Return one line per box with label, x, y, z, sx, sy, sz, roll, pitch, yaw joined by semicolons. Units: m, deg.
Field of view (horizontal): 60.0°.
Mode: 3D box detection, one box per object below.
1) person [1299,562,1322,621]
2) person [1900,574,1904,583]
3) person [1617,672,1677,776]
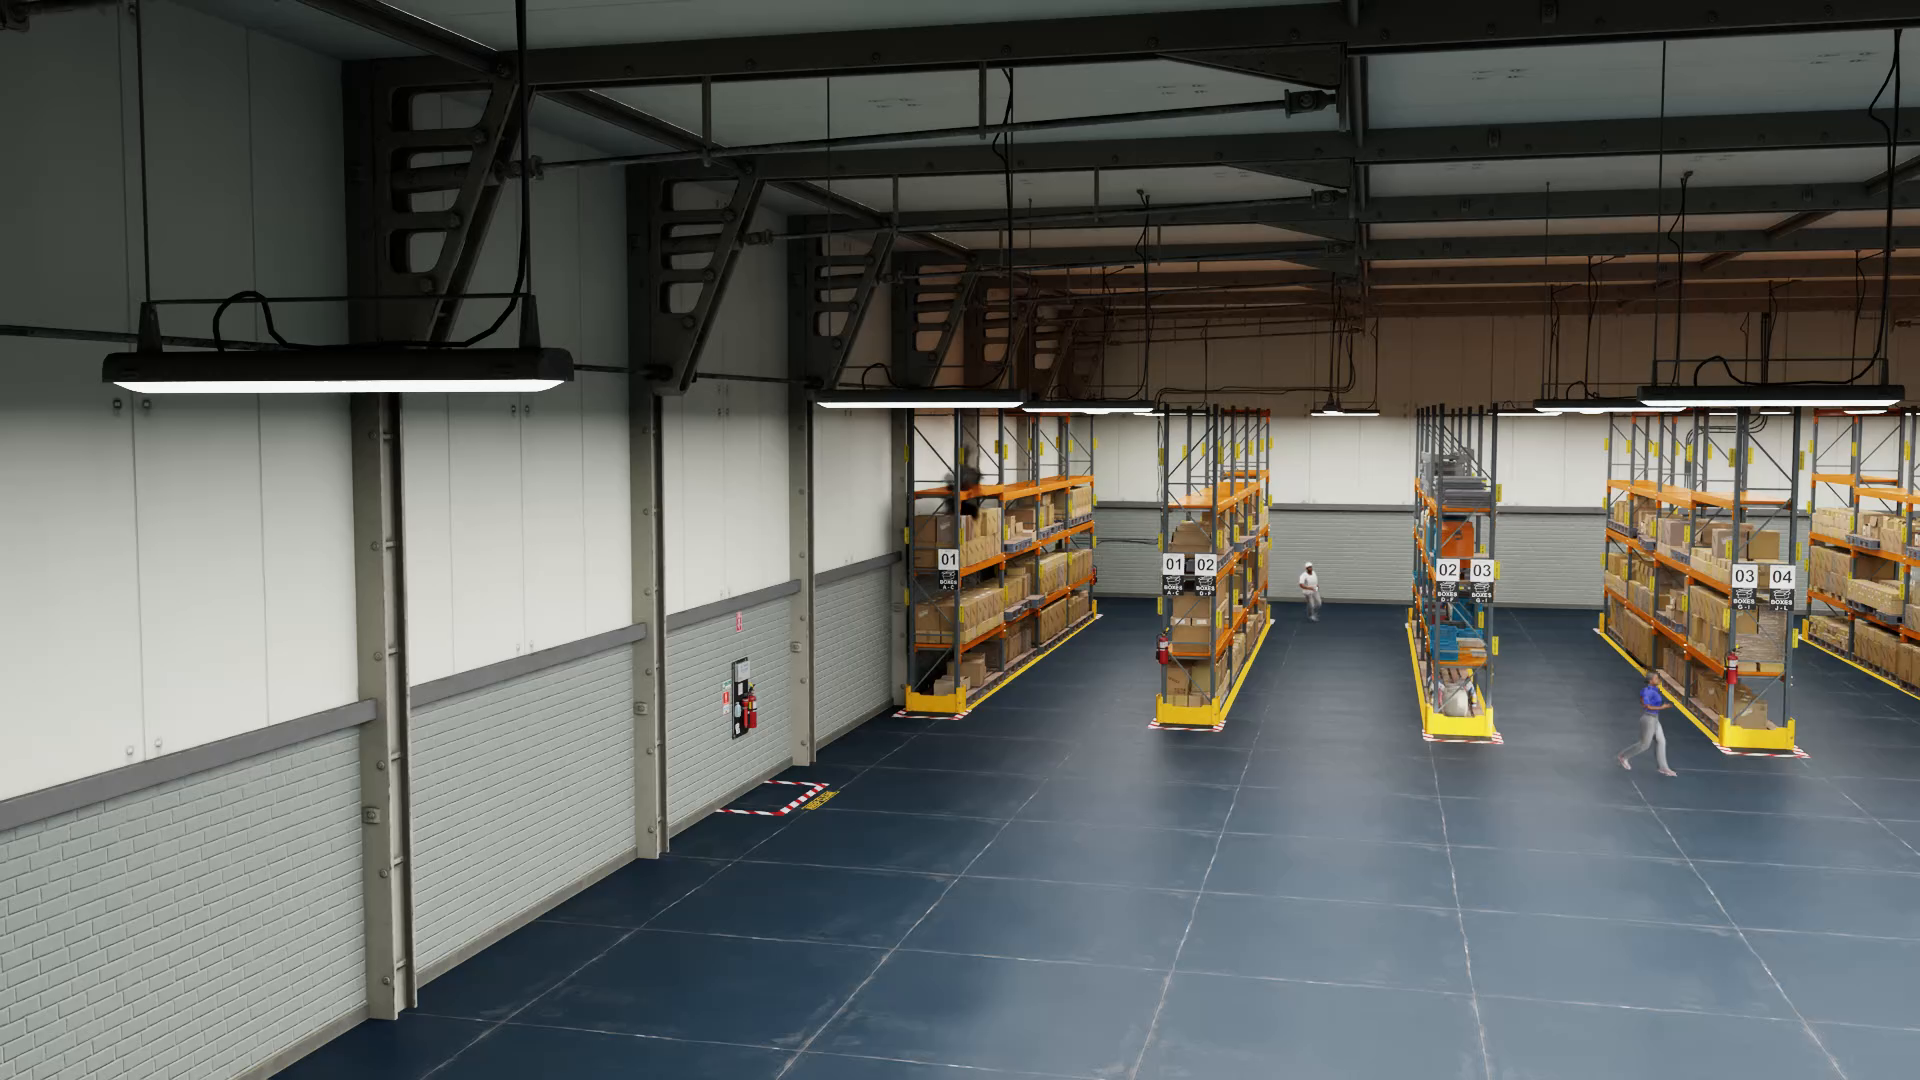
person;9.858;1.465;46.847;0.757;1.694;0.584;-2;5;-27
person;24.819;1.654;43.921;0.765;1.845;0.644;1;4;16
person;11.057;2.929;26.708;0.907;1.645;0.609;3;5;33
